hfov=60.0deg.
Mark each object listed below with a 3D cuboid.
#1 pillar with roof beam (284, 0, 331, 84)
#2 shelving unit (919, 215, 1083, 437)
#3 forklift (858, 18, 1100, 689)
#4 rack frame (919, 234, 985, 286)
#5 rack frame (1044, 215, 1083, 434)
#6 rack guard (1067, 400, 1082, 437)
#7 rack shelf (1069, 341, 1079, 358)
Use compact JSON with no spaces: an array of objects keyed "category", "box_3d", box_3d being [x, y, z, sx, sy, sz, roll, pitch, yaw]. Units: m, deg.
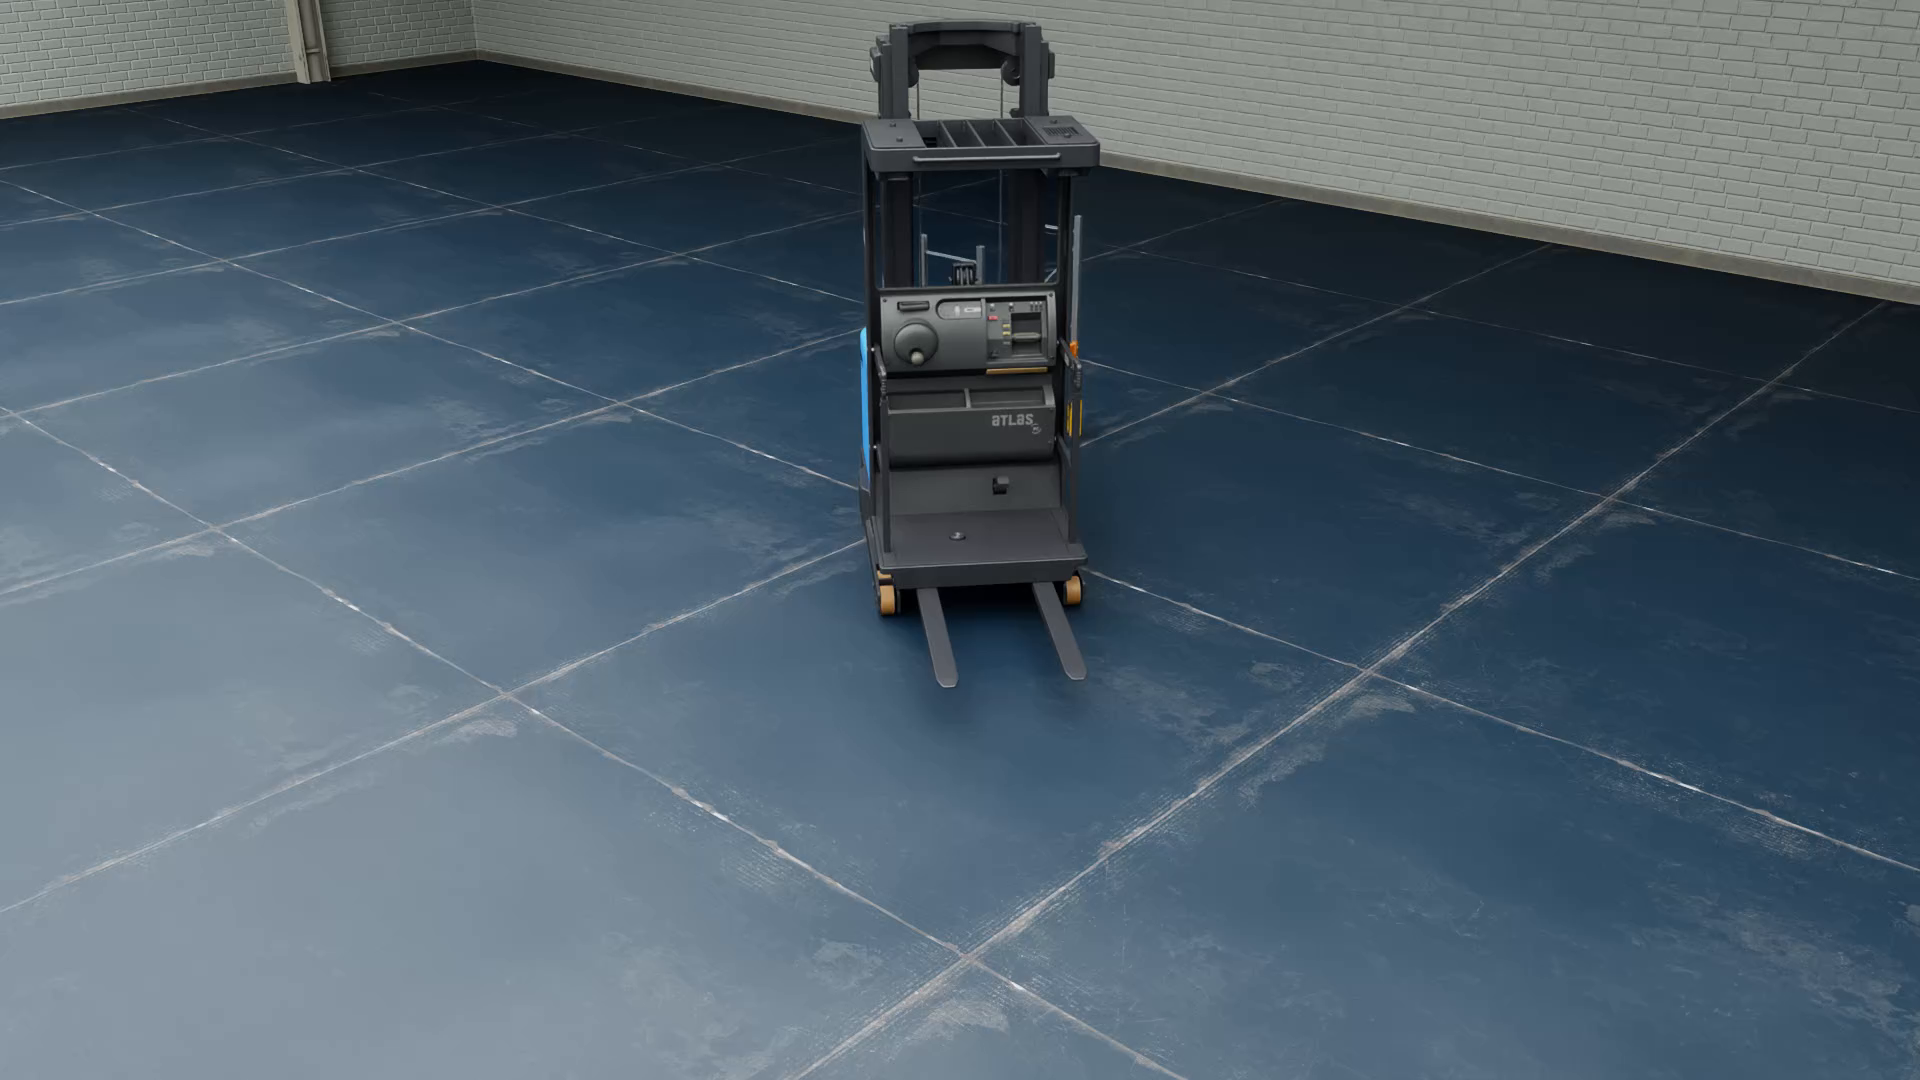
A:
[{"category":"pillar with roof beam","box_3d":[-6.638,-9.924,20.885,9.100,9.000,0.400,20,31,38]},{"category":"shelving unit","box_3d":[0.264,-1.309,10.836,0.587,1.500,1.083,19,30,35]},{"category":"forklift","box_3d":[0.074,-1.084,8.584,1.130,2.935,3.031,-3,24,-6]},{"category":"rack frame","box_3d":[-0.053,-1.151,10.483,0.500,1.500,0.032,19,30,35]},{"category":"rack frame","box_3d":[0.592,-1.472,11.201,0.500,1.500,0.032,19,30,35]},{"category":"rack guard","box_3d":[0.579,-0.896,11.443,0.587,0.250,0.087,19,30,35]},{"category":"rack shelf","box_3d":[0.270,-1.147,10.916,0.538,0.185,1.000,19,30,35]}]
